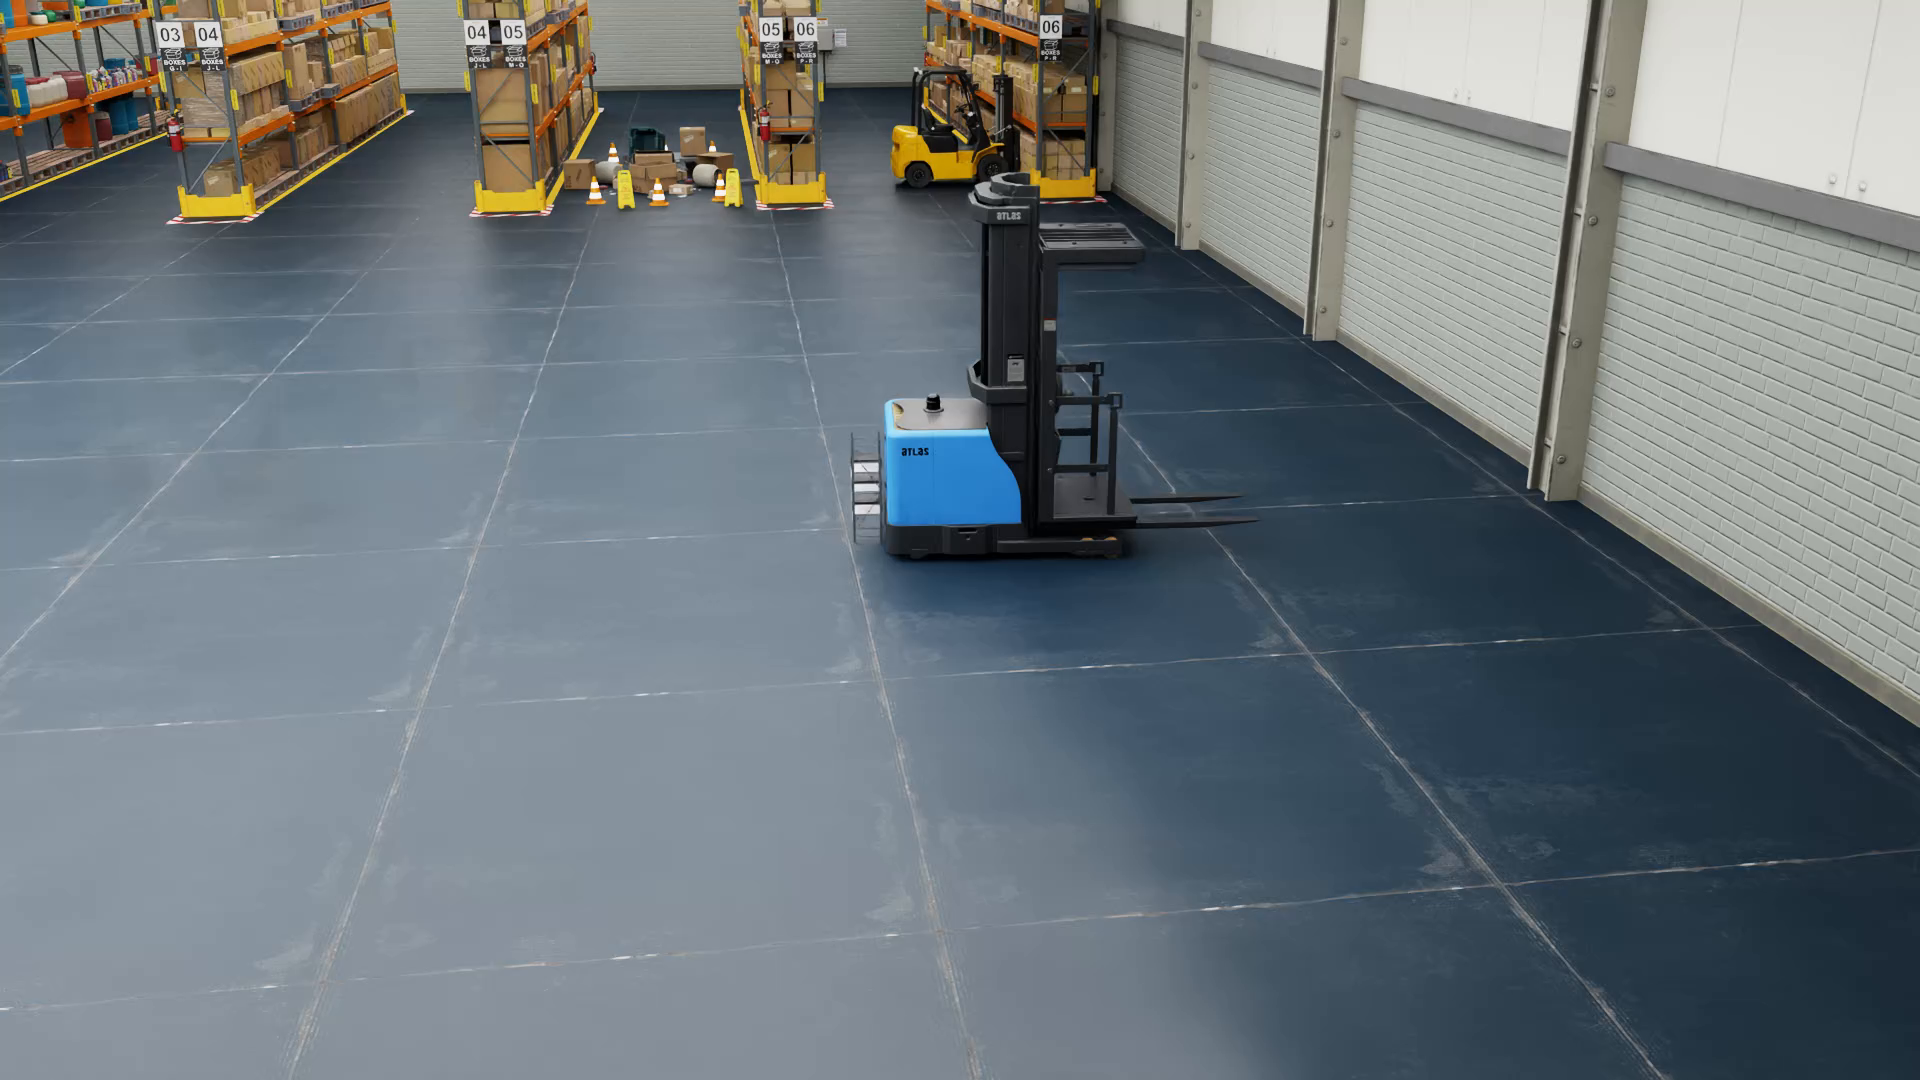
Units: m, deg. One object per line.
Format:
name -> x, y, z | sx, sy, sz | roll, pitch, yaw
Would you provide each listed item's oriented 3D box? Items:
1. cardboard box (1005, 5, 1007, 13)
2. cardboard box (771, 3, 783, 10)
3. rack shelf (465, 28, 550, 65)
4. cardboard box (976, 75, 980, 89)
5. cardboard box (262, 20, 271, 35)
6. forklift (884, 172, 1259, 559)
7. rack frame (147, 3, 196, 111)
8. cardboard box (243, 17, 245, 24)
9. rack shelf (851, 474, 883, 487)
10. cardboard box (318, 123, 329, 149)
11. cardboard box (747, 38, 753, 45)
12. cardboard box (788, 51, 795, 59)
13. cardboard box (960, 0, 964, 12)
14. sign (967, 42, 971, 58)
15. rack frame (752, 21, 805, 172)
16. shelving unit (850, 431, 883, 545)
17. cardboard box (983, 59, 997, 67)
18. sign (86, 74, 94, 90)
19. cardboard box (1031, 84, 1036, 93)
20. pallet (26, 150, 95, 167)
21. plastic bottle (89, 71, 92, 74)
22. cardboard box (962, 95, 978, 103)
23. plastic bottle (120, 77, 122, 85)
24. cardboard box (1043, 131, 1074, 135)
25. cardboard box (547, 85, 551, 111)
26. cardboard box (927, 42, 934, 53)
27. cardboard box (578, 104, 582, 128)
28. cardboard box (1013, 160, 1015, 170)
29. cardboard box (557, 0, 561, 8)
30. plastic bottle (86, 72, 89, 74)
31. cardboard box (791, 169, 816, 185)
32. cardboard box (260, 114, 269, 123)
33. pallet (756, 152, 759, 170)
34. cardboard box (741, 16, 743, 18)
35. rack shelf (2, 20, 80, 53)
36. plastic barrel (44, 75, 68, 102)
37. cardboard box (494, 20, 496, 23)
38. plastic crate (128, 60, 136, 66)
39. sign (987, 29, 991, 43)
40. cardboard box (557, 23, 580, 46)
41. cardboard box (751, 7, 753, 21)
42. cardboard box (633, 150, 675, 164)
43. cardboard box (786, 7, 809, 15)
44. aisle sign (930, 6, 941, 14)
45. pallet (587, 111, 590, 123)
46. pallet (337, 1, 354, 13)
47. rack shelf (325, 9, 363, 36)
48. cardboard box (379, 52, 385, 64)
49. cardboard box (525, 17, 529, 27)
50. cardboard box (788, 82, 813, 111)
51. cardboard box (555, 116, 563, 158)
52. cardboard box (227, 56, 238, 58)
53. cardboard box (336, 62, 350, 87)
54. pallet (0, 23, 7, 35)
cardboard box -> 1.089, -10.513, 32.905 | 0.380, 0.149, 0.250 | -2, 21, -7
cardboard box -> -3.430, -9.725, 30.399 | 0.380, 0.149, 0.250 | -4, 21, -9
rack shelf -> -8.181, -8.992, 30.245 | 1.077, 0.370, 4.000 | -3, 21, -8
cardboard box -> 0.638, -10.127, 36.756 | 0.500, 0.250, 0.500 | -3, 21, -9
cardboard box -> -13.003, -9.410, 30.550 | 0.500, 0.250, 0.500 | -2, 21, -6
forklift -> 0.901, -1.406, 13.292 | 3.031, 2.935, 1.130 | -1, 21, -4
rack frame -> -20.024, -12.306, 42.377 | 1.000, 3.000, 0.127 | -3, 21, -8
cardboard box -> -12.863, -9.181, 29.367 | 0.380, 0.149, 0.250 | -3, 21, -8
rack shelf -> -0.760, -0.476, 13.542 | 0.258, 0.077, 0.200 | -2, 21, -3
cardboard box -> -13.853, -8.590, 35.371 | 0.700, 0.500, 0.500 | -4, 21, -11
cardboard box -> -4.496, -10.967, 37.219 | 0.500, 0.500, 0.500 | -3, 21, -9
cardboard box -> -3.304, -9.768, 33.487 | 0.380, 0.149, 0.250 | -3, 21, -8
cardboard box -> 0.289, -12.385, 38.516 | 0.500, 0.250, 0.500 | -3, 21, -8
sign -> 0.213, -11.012, 37.371 | 0.100, 0.325, 0.005 | -3, 21, -8
rack frame -> -3.586, -8.901, 33.260 | 1.000, 3.000, 0.127 | -3, 21, -8
shelving unit -> -0.760, -0.423, 13.561 | 0.258, 0.900, 0.210 | -2, 21, -3
cardboard box -> 0.700, -10.316, 35.980 | 0.380, 0.149, 0.250 | -2, 21, -7
sign -> -18.327, -9.643, 35.013 | 0.100, 0.325, 0.005 | -3, 21, -8
cardboard box -> 1.508, -8.311, 30.611 | 0.380, 0.149, 0.250 | -3, 21, -7
pallet -> -18.797, -7.959, 34.725 | 1.003, 0.211, 1.213 | -3, 21, -8
plastic bottle -> -19.715, -10.513, 37.760 | 0.097, 0.271, 0.097 | 0, 20, 0
cardboard box -> 0.263, -10.486, 39.548 | 0.380, 0.149, 0.250 | -4, 21, -10
plastic bottle -> -18.882, -10.321, 37.347 | 0.097, 0.201, 0.097 | 0, 20, 0
cardboard box -> 1.883, -7.667, 31.857 | 0.500, 0.250, 0.500 | -3, 21, -8
cardboard box -> -8.405, -8.559, 32.131 | 0.875, 0.550, 0.550 | -3, 21, -8
cardboard box -> -0.606, -13.205, 44.575 | 0.500, 0.250, 0.500 | -3, 21, -7
cardboard box -> -9.193, -9.990, 39.150 | 0.500, 0.500, 0.500 | -3, 21, -9
cardboard box -> 1.299, -7.348, 32.432 | 0.500, 0.250, 0.500 | -2, 21, -6
cardboard box -> -8.599, -11.261, 34.677 | 0.500, 0.311, 0.500 | -3, 21, -8
plastic bottle -> -19.624, -10.363, 37.351 | 0.152, 0.276, 0.135 | -3, 21, -8
cardboard box -> -2.852, -6.718, 30.744 | 0.500, 0.250, 0.500 | -3, 21, -8
cardboard box -> -12.869, -7.703, 30.413 | 0.380, 0.149, 0.250 | -3, 21, -8
pallet -> -3.700, -7.864, 34.469 | 1.003, 0.211, 1.213 | -3, 21, -8
cardboard box -> -5.451, -13.464, 42.980 | 0.380, 0.149, 0.250 | -4, 21, -10
rack shelf -> -18.582, -9.912, 32.708 | 1.077, 0.370, 4.000 | -3, 21, -8
plastic barrel -> -18.511, -9.243, 34.016 | 0.421, 0.512, 0.421 | 0, 20, 0
cardboard box -> -8.423, -9.213, 29.424 | 0.380, 0.149, 0.250 | -3, 21, -9
plastic crate -> -20.081, -11.594, 40.623 | 0.416, 0.233, 0.300 | -3, 21, -8
sign -> 0.721, -12.494, 41.225 | 0.100, 0.325, 0.005 | -3, 21, -8
cardboard box -> -9.447, -12.209, 40.120 | 0.500, 0.500, 0.500 | -2, 21, -6
cardboard box -> -3.793, -10.209, 32.264 | 0.500, 0.250, 0.500 | -3, 21, -9
cardboard box -> -5.911, -7.214, 32.117 | 0.797, 0.637, 0.503 | -3, 21, -8
cardboard box -> -2.859, -9.310, 29.288 | 0.380, 0.149, 0.250 | -3, 21, -8
aisle sign -> -0.705, -14.534, 44.626 | 0.394, 0.787, 0.004 | -3, 21, -8
pallet -> -9.934, -10.734, 42.153 | 1.003, 0.211, 1.213 | -3, 21, -8
pallet -> -14.365, -12.171, 38.003 | 0.805, 0.209, 1.217 | -4, 21, -10
rack shelf -> -14.257, -11.546, 37.085 | 1.077, 0.370, 4.000 | -3, 21, -8
cardboard box -> -14.565, -11.938, 41.182 | 0.500, 0.250, 0.500 | -3, 21, -8
cardboard box -> -7.625, -8.897, 28.579 | 0.380, 0.149, 0.250 | -3, 21, -7
cardboard box -> -2.956, -8.235, 30.911 | 0.500, 0.500, 0.500 | -3, 21, -9
cardboard box -> -8.784, -8.303, 34.276 | 1.050, 0.750, 0.750 | -3, 21, -8
cardboard box -> -13.434, -8.541, 30.299 | 0.500, 0.500, 0.500 | -3, 21, -8
cardboard box -> -13.924, -10.370, 37.052 | 0.500, 0.500, 0.500 | -3, 21, -9
pallet -> -18.093, -9.223, 30.105 | 1.213, 0.211, 1.003 | -3, 21, -8
